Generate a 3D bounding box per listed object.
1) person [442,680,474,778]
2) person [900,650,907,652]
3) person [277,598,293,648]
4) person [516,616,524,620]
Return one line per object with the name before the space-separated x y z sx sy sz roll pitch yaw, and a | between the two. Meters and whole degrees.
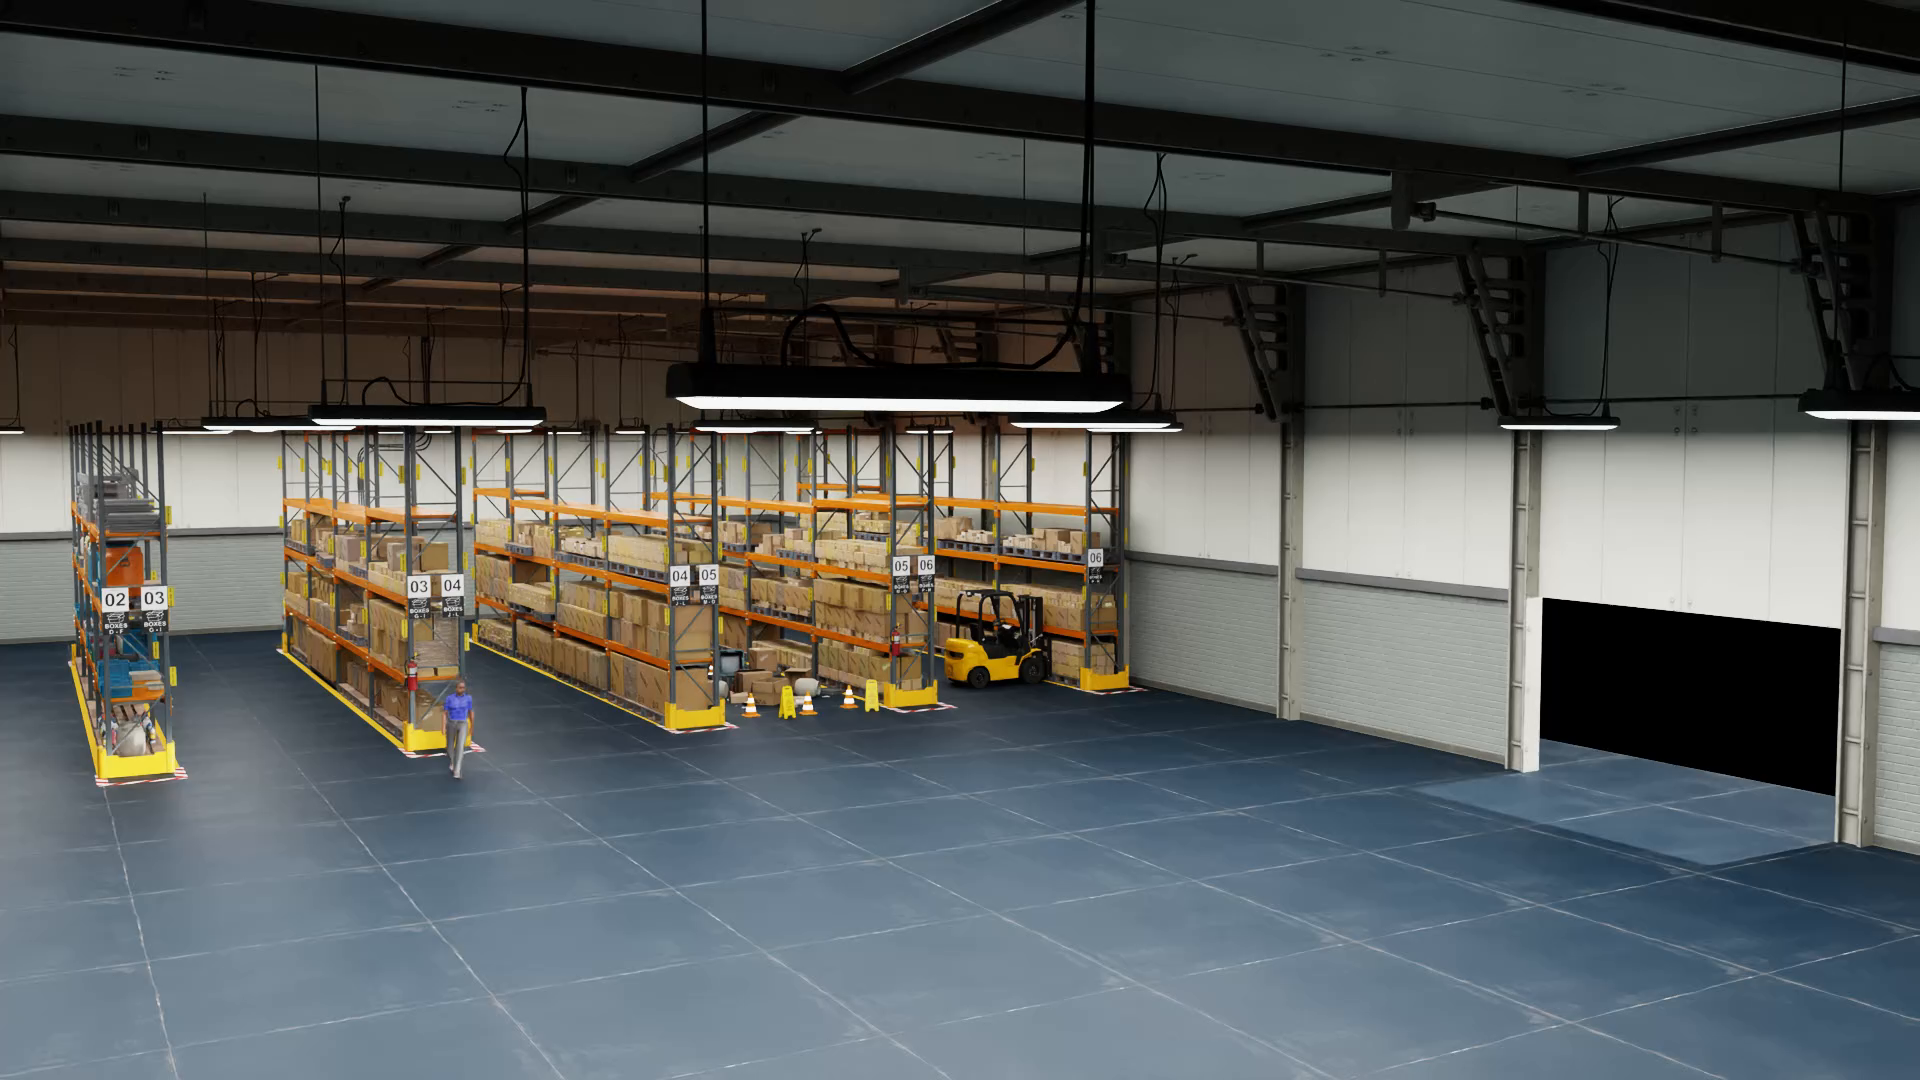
person | -8.507 3.170 28.173 0.529 1.613 0.909 -1 4 -17
person | -1.402 2.425 39.629 0.554 1.670 0.420 -2 4 -25
person | -18.246 2.047 45.413 0.614 1.750 0.849 3 5 42
person | -12.838 1.824 49.723 1.095 1.668 0.523 -1 4 -12
